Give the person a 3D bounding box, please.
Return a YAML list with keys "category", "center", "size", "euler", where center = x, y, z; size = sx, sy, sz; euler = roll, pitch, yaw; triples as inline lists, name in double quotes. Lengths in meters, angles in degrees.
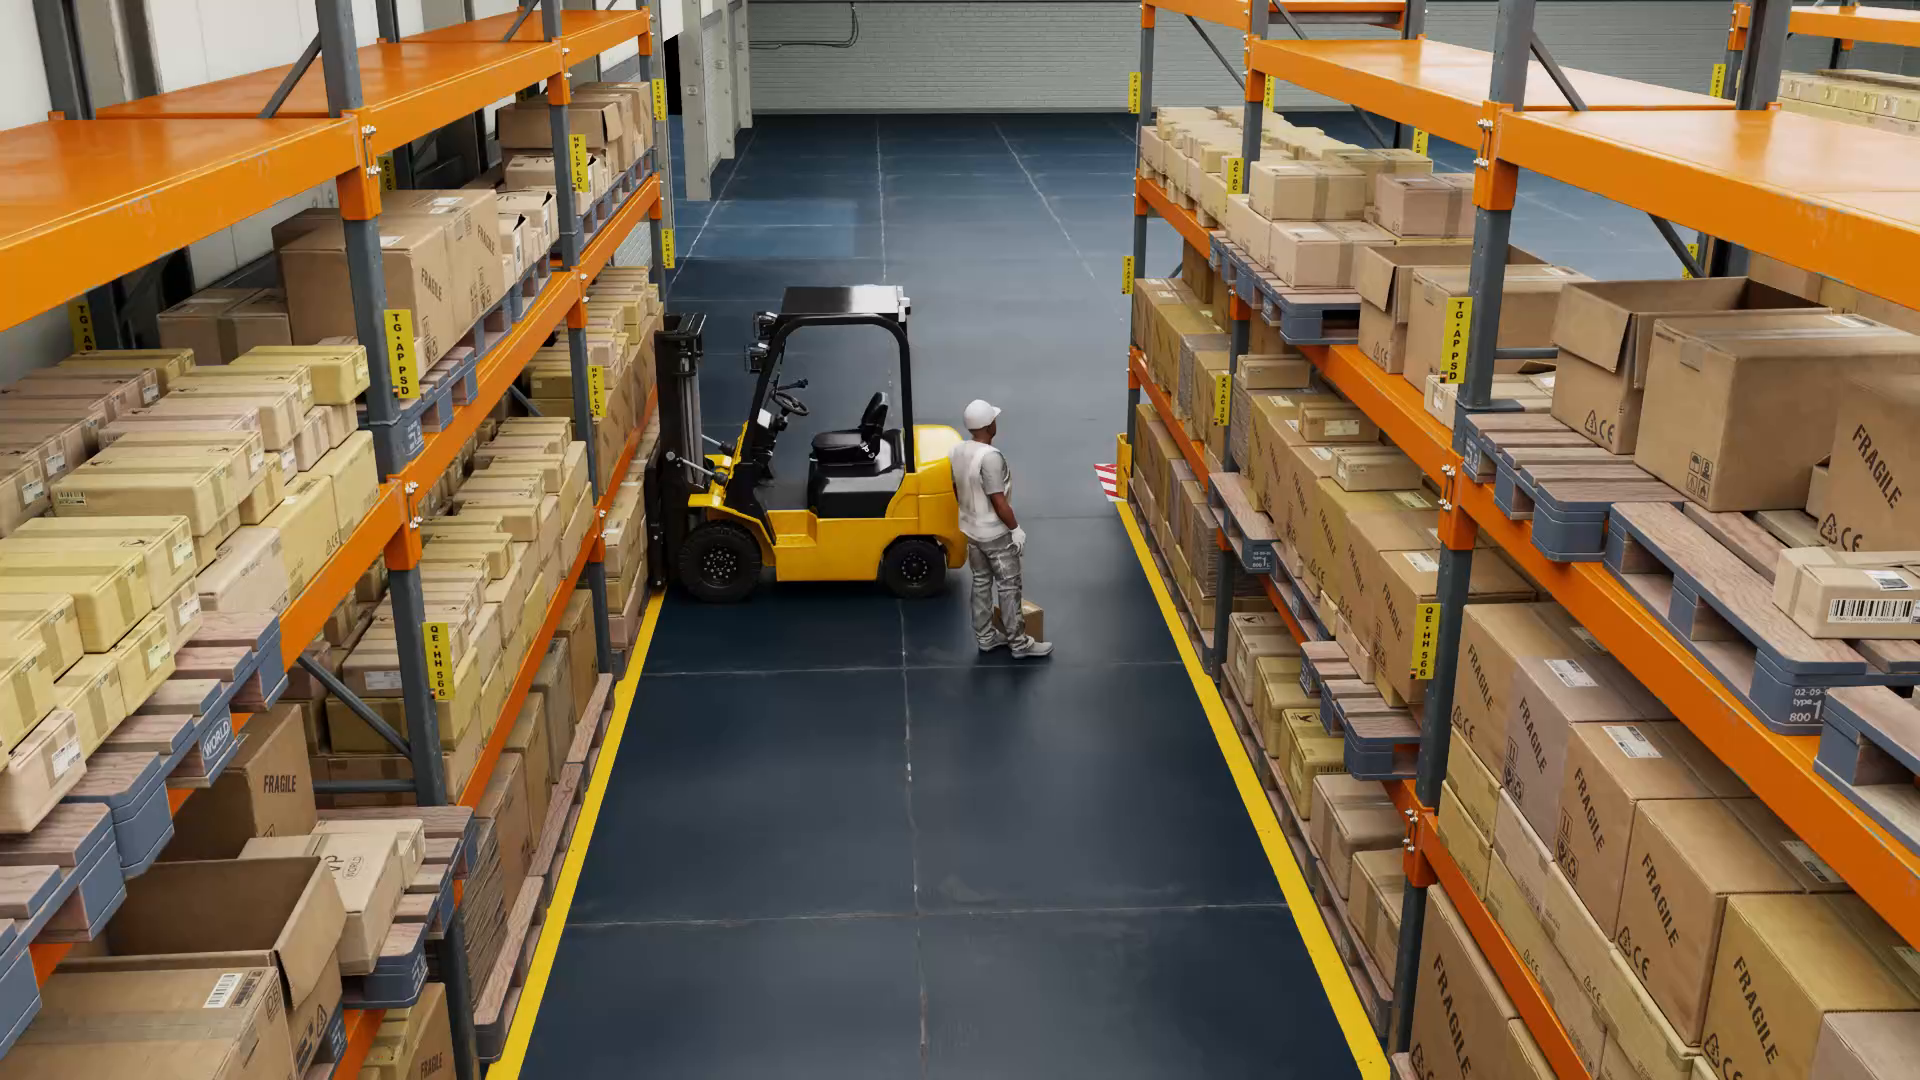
- category: "person"
  center: [0.260, -0.092, 11.269]
  size: [0.576, 1.783, 0.656]
  euler: [-12, 23, -30]
